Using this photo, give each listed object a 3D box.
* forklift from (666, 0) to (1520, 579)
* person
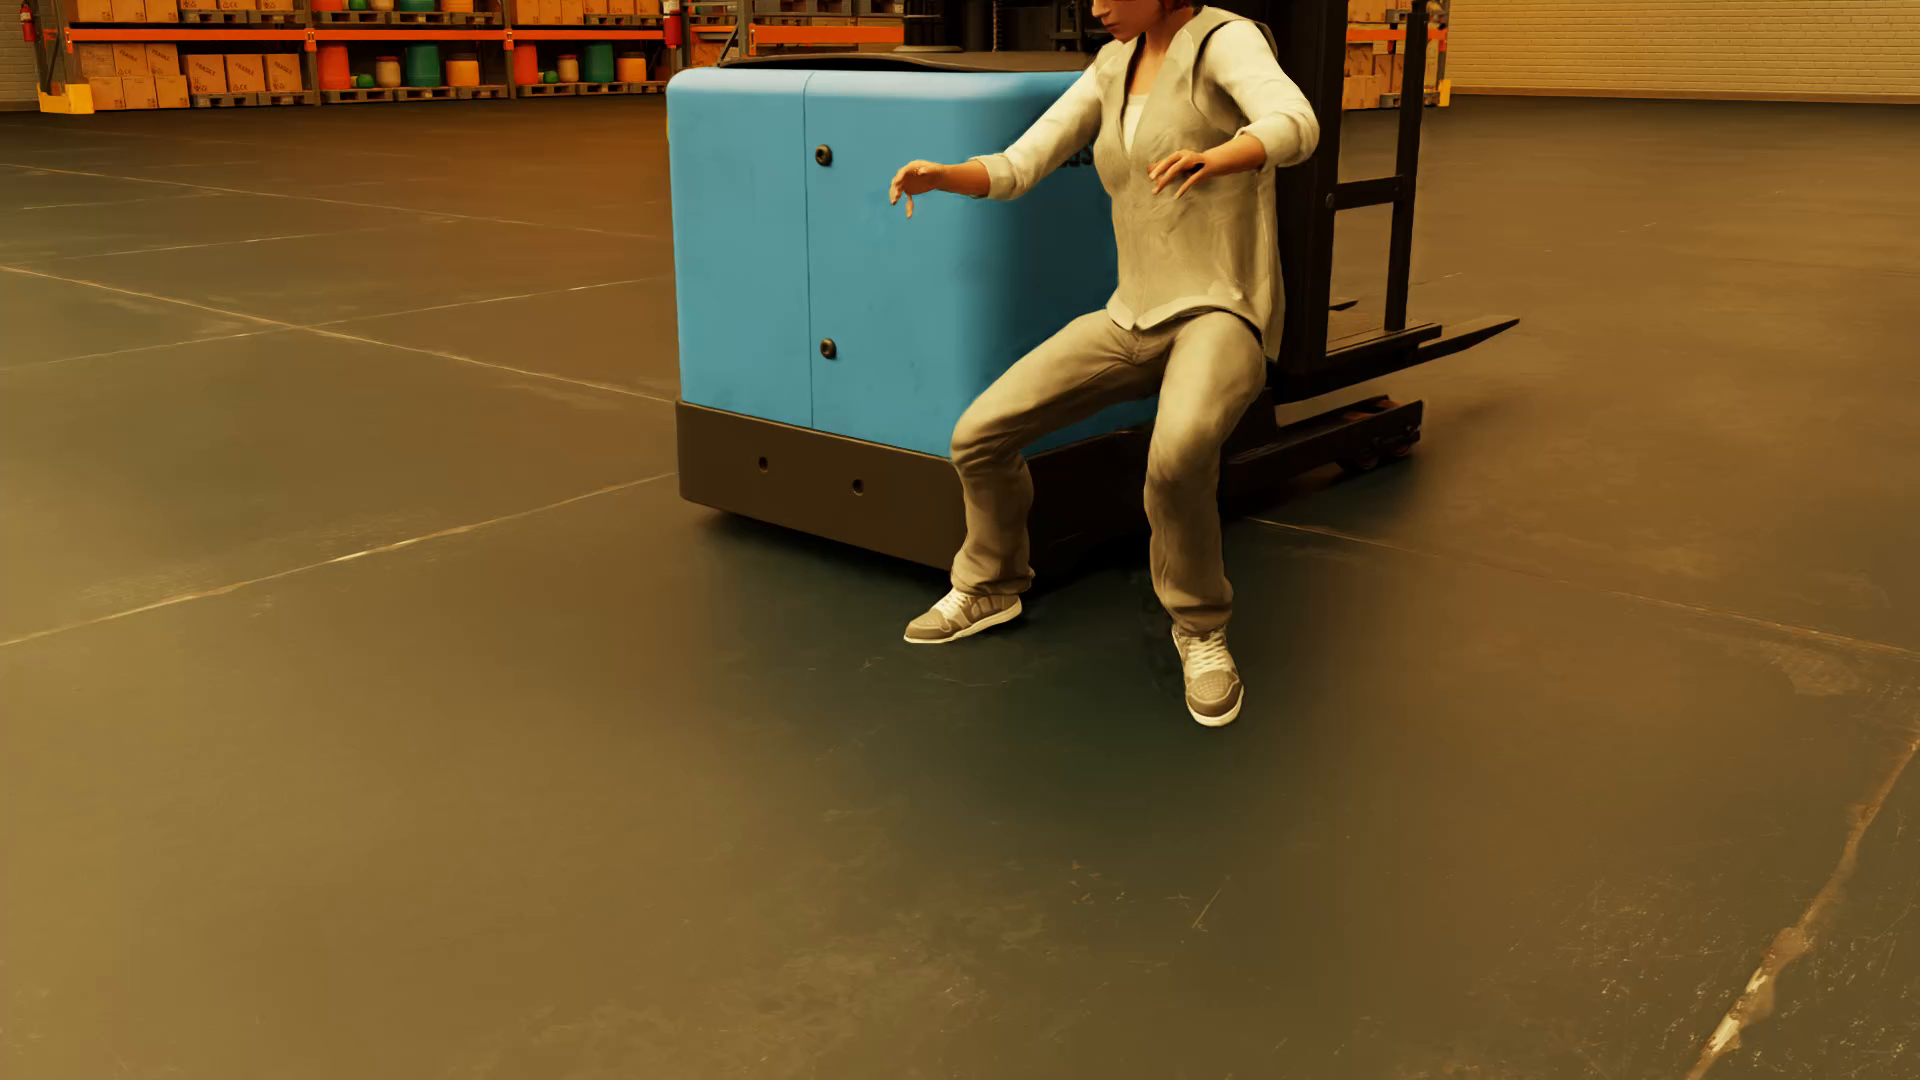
[{"bbox_3d":[0.662,-1.677,4.420,1.130,2.935,3.031,14,22,39],"label":"forklift"},{"bbox_3d":[0.232,-0.378,2.871,0.683,1.386,0.857,-11,20,-32],"label":"person"}]
